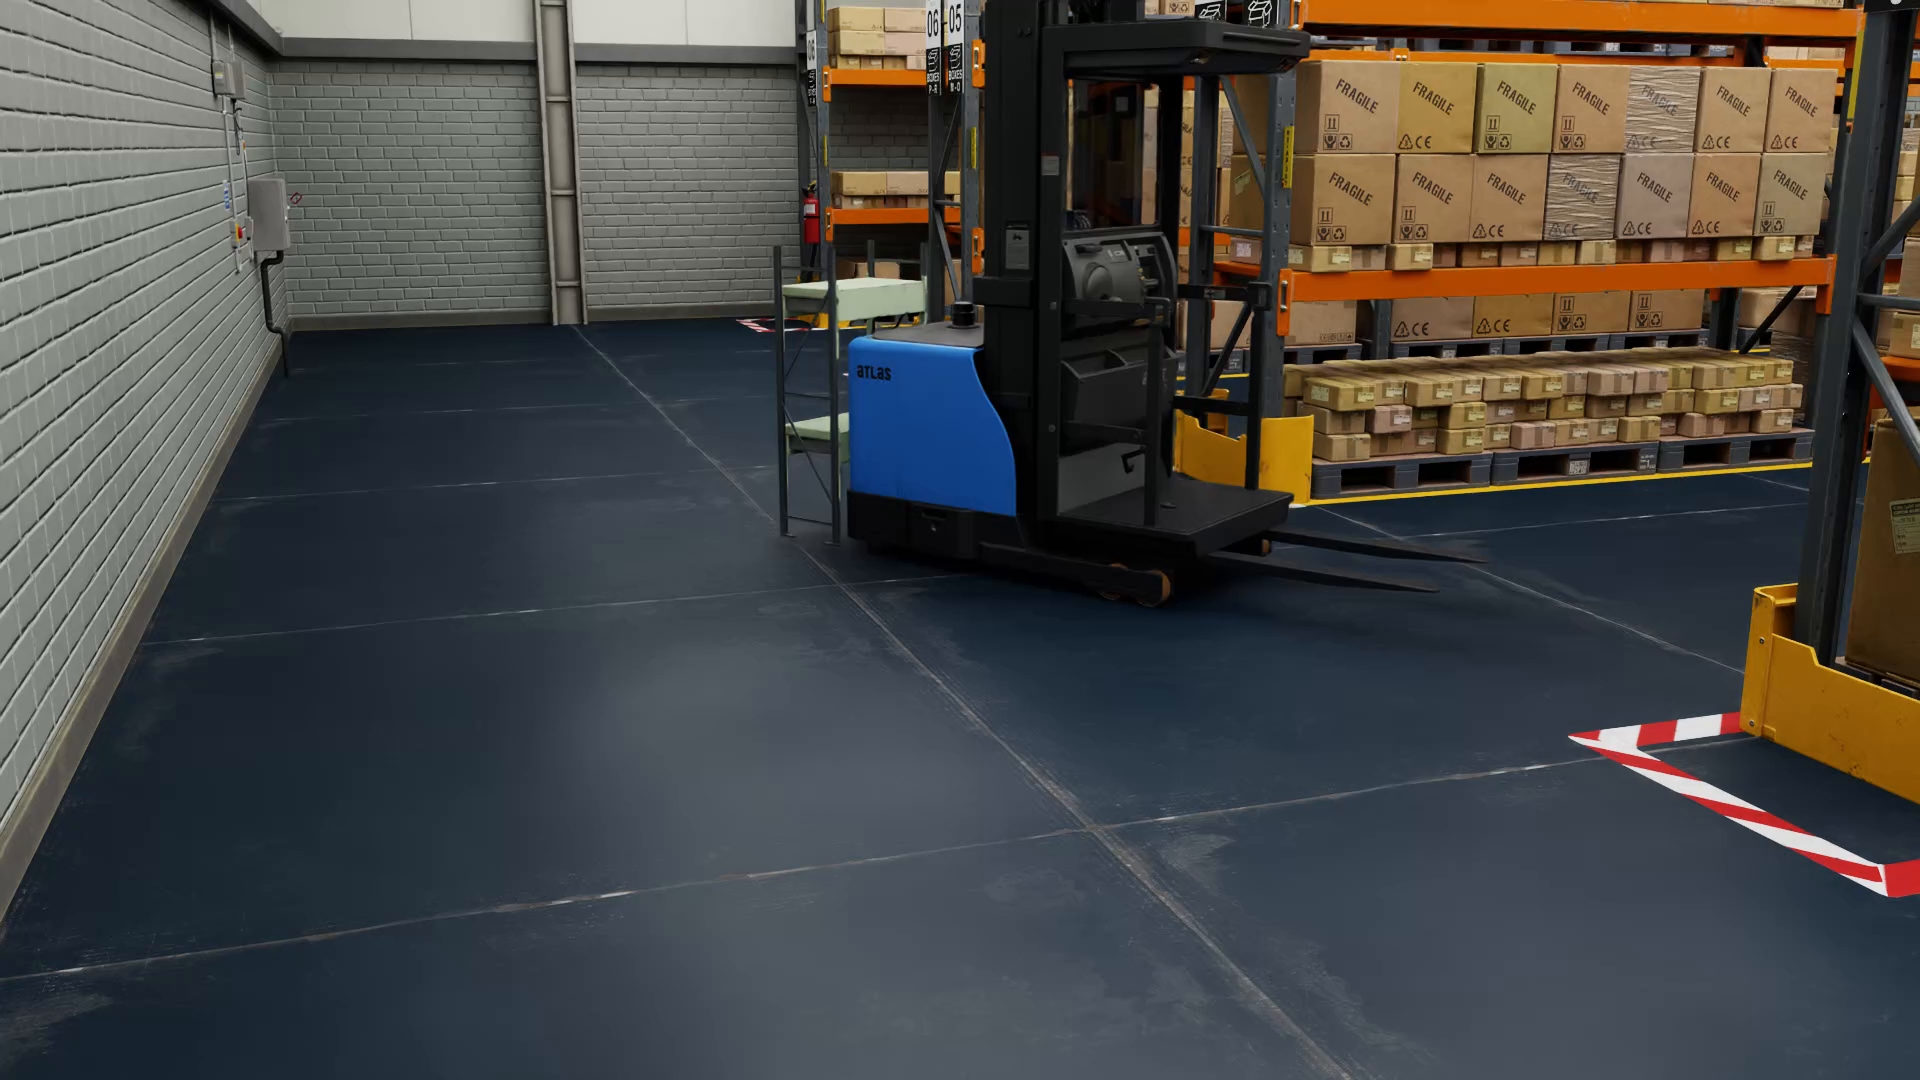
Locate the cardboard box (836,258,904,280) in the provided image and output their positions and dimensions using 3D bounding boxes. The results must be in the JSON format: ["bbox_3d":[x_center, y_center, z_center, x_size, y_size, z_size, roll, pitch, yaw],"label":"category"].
[{"bbox_3d":[-1.038,-2.966,19.116,0.637,0.503,0.797,-5,14,-20],"label":"cardboard box"}]

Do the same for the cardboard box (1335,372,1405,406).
[{"bbox_3d":[2.441,-0.903,9.923,0.250,0.149,0.380,-4,14,-17],"label":"cardboard box"}]

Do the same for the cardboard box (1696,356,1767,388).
[{"bbox_3d":[4.920,-1.076,10.652,0.250,0.149,0.380,-4,14,-17],"label":"cardboard box"}]

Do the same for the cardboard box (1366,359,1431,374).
[{"bbox_3d":[2.761,-1.045,10.520,0.250,0.149,0.380,-5,14,-20],"label":"cardboard box"}]

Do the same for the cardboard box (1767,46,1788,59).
[{"bbox_3d":[7.873,-4.777,16.303,0.250,0.149,0.380,-4,14,-18],"label":"cardboard box"}]

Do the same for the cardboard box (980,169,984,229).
[{"bbox_3d":[0.485,-2.884,14.071,0.500,0.500,0.500,-5,14,-19],"label":"cardboard box"}]

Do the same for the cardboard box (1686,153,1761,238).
[{"bbox_3d":[4.543,-2.138,10.290,0.500,0.500,0.500,-5,14,-20],"label":"cardboard box"}]

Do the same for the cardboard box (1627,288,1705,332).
[{"bbox_3d":[6.840,-2.592,16.740,0.875,0.875,0.875,-5,14,-19],"label":"cardboard box"}]

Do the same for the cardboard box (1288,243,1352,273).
[{"bbox_3d":[2.025,-1.615,9.493,0.250,0.149,0.380,-5,14,-19],"label":"cardboard box"}]

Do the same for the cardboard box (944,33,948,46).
[{"bbox_3d":[-0.176,-5.532,18.619,0.500,0.250,0.500,-5,14,-20],"label":"cardboard box"}]

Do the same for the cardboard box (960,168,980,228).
[{"bbox_3d":[0.311,-3.006,14.580,0.500,0.500,0.500,-4,14,-18],"label":"cardboard box"}]

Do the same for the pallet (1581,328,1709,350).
[{"bbox_3d":[6.749,-2.055,16.828,1.213,0.211,1.003,-4,14,-18],"label":"pallet"}]

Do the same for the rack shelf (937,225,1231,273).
[{"bbox_3d":[1.834,-2.661,14.902,4.000,0.370,1.077,-4,14,-18],"label":"rack shelf"}]

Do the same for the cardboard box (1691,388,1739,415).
[{"bbox_3d":[4.706,-0.903,10.568,0.250,0.149,0.380,-5,14,-20],"label":"cardboard box"}]

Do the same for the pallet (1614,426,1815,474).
[{"bbox_3d":[4.779,-0.666,10.988,1.213,0.211,1.003,-4,14,-18],"label":"pallet"}]

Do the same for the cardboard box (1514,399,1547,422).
[{"bbox_3d":[3.416,-0.839,10.300,0.250,0.149,0.380,-4,14,-15],"label":"cardboard box"}]

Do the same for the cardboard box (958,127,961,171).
[{"bbox_3d":[0.289,-4.473,19.028,0.500,0.500,0.500,-4,14,-17],"label":"cardboard box"}]

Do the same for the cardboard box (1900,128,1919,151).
[{"bbox_3d":[9.490,-3.950,16.999,0.500,0.500,0.500,-5,14,-20],"label":"cardboard box"}]

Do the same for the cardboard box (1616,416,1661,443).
[{"bbox_3d":[4.160,-0.718,10.431,0.250,0.149,0.380,-4,14,-18],"label":"cardboard box"}]

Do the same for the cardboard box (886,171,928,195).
[{"bbox_3d":[-0.654,-4.035,18.806,0.500,0.250,0.500,-4,14,-17],"label":"cardboard box"}]

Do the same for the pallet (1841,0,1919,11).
[{"bbox_3d":[6.023,-3.470,10.674,1.003,0.211,1.213,-4,14,-18],"label":"pallet"}]

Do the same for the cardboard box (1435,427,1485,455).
[{"bbox_3d":[2.944,-0.623,10.032,0.250,0.149,0.380,-4,14,-17],"label":"cardboard box"}]

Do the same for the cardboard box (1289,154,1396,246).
[{"bbox_3d":[2.127,-1.951,9.504,0.500,0.500,0.500,-4,14,-15],"label":"cardboard box"}]

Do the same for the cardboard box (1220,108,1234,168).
[{"bbox_3d":[2.407,-3.523,14.594,0.500,0.500,0.500,-4,14,-17],"label":"cardboard box"}]

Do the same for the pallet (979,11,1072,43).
[{"bbox_3d":[0.638,-4.336,14.101,1.213,0.211,1.003,-4,14,-18],"label":"pallet"}]

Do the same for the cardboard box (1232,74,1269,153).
[{"bbox_3d":[1.967,-2.553,9.875,0.500,0.500,0.500,-5,14,-19],"label":"cardboard box"}]

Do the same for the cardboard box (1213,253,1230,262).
[{"bbox_3d":[3.175,-3.263,20.372,0.500,0.500,0.500,-5,14,-19],"label":"cardboard box"}]

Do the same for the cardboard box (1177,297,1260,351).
[{"bbox_3d":[2.252,-2.027,15.313,0.875,0.438,0.875,-5,14,-20],"label":"cardboard box"}]

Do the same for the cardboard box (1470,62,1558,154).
[{"bbox_3d":[3.100,-2.512,9.701,0.500,0.500,0.500,-5,14,-19],"label":"cardboard box"}]

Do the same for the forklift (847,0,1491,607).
[{"bbox_3d":[0.921,-1.268,7.638,3.031,2.935,1.130,10,16,35],"label":"forklift"}]

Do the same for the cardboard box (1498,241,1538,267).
[{"bbox_3d":[3.234,-1.727,9.963,0.250,0.149,0.380,-5,14,-19],"label":"cardboard box"}]

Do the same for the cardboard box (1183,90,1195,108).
[{"bbox_3d":[1.846,-3.785,14.293,0.250,0.149,0.380,-5,14,-19],"label":"cardboard box"}]

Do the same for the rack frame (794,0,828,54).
[{"bbox_3d":[-1.648,-6.870,18.079,0.127,3.000,1.000,-4,14,-18],"label":"rack frame"}]

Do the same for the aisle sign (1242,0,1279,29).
[{"bbox_3d":[1.639,-2.979,9.065,0.004,0.787,0.394,-4,14,-18],"label":"aisle sign"}]

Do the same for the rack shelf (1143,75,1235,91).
[{"bbox_3d":[4.038,-5.504,20.371,4.000,0.370,1.077,-4,14,-18],"label":"rack shelf"}]

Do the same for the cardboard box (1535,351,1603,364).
[{"bbox_3d":[4.000,-1.145,10.943,0.250,0.149,0.380,-4,14,-17],"label":"cardboard box"}]

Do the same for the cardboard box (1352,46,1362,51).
[{"bbox_3d":[4.692,-5.979,20.279,0.250,0.149,0.380,-4,14,-18],"label":"cardboard box"}]

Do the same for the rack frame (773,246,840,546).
[{"bbox_3d":[-0.779,-0.728,8.464,0.400,1.500,0.023,10,17,36],"label":"rack frame"}]

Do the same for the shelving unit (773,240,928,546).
[{"bbox_3d":[-0.558,-0.796,8.747,0.431,1.500,0.755,10,17,36],"label":"shelving unit"}]

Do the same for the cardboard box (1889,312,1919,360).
[{"bbox_3d":[3.332,-0.666,5.504,0.250,0.149,0.380,-4,14,-17],"label":"cardboard box"}]

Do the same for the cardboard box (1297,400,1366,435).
[{"bbox_3d":[2.191,-0.729,9.838,0.250,0.149,0.380,-4,14,-16],"label":"cardboard box"}]

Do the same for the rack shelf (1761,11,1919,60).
[{"bbox_3d":[7.300,-3.337,11.263,4.000,0.370,1.077,-4,14,-18],"label":"rack shelf"}]

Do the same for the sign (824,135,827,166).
[{"bbox_3d":[-1.475,-4.254,18.173,0.005,0.325,0.100,-4,14,-18],"label":"sign"}]

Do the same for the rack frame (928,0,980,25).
[{"bbox_3d":[-0.062,-5.782,13.504,0.127,3.000,1.000,-4,14,-18],"label":"rack frame"}]

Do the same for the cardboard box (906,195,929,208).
[{"bbox_3d":[-0.526,-3.855,18.909,0.250,0.149,0.380,-4,14,-16],"label":"cardboard box"}]

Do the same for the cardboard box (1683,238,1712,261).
[{"bbox_3d":[4.460,-1.832,10.406,0.250,0.149,0.380,-5,14,-20],"label":"cardboard box"}]

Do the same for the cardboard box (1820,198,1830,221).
[{"bbox_3d":[5.717,-2.235,11.193,0.250,0.149,0.380,-5,14,-19],"label":"cardboard box"}]

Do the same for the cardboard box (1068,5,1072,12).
[{"bbox_3d":[1.043,-4.483,13.945,0.250,0.149,0.380,-4,14,-16],"label":"cardboard box"}]

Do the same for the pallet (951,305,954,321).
[{"bbox_3d":[0.333,-2.749,19.743,1.213,0.211,1.003,-4,14,-18],"label":"pallet"}]

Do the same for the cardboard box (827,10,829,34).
[{"bbox_3d":[-1.316,-5.820,18.747,0.500,0.250,0.500,-5,14,-20],"label":"cardboard box"}]

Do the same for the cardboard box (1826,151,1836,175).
[{"bbox_3d":[5.722,-2.524,11.122,0.250,0.149,0.380,-4,14,-15],"label":"cardboard box"}]

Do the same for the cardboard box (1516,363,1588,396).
[{"bbox_3d":[3.667,-0.997,10.320,0.250,0.149,0.380,-4,14,-18],"label":"cardboard box"}]

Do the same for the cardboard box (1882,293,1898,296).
[{"bbox_3d":[6.521,-1.579,11.672,0.500,0.250,0.500,-4,14,-15],"label":"cardboard box"}]

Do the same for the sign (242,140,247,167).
[{"bbox_3d":[-6.109,-3.288,14.198,0.001,0.242,0.339,-4,14,-18],"label":"sign"}]
